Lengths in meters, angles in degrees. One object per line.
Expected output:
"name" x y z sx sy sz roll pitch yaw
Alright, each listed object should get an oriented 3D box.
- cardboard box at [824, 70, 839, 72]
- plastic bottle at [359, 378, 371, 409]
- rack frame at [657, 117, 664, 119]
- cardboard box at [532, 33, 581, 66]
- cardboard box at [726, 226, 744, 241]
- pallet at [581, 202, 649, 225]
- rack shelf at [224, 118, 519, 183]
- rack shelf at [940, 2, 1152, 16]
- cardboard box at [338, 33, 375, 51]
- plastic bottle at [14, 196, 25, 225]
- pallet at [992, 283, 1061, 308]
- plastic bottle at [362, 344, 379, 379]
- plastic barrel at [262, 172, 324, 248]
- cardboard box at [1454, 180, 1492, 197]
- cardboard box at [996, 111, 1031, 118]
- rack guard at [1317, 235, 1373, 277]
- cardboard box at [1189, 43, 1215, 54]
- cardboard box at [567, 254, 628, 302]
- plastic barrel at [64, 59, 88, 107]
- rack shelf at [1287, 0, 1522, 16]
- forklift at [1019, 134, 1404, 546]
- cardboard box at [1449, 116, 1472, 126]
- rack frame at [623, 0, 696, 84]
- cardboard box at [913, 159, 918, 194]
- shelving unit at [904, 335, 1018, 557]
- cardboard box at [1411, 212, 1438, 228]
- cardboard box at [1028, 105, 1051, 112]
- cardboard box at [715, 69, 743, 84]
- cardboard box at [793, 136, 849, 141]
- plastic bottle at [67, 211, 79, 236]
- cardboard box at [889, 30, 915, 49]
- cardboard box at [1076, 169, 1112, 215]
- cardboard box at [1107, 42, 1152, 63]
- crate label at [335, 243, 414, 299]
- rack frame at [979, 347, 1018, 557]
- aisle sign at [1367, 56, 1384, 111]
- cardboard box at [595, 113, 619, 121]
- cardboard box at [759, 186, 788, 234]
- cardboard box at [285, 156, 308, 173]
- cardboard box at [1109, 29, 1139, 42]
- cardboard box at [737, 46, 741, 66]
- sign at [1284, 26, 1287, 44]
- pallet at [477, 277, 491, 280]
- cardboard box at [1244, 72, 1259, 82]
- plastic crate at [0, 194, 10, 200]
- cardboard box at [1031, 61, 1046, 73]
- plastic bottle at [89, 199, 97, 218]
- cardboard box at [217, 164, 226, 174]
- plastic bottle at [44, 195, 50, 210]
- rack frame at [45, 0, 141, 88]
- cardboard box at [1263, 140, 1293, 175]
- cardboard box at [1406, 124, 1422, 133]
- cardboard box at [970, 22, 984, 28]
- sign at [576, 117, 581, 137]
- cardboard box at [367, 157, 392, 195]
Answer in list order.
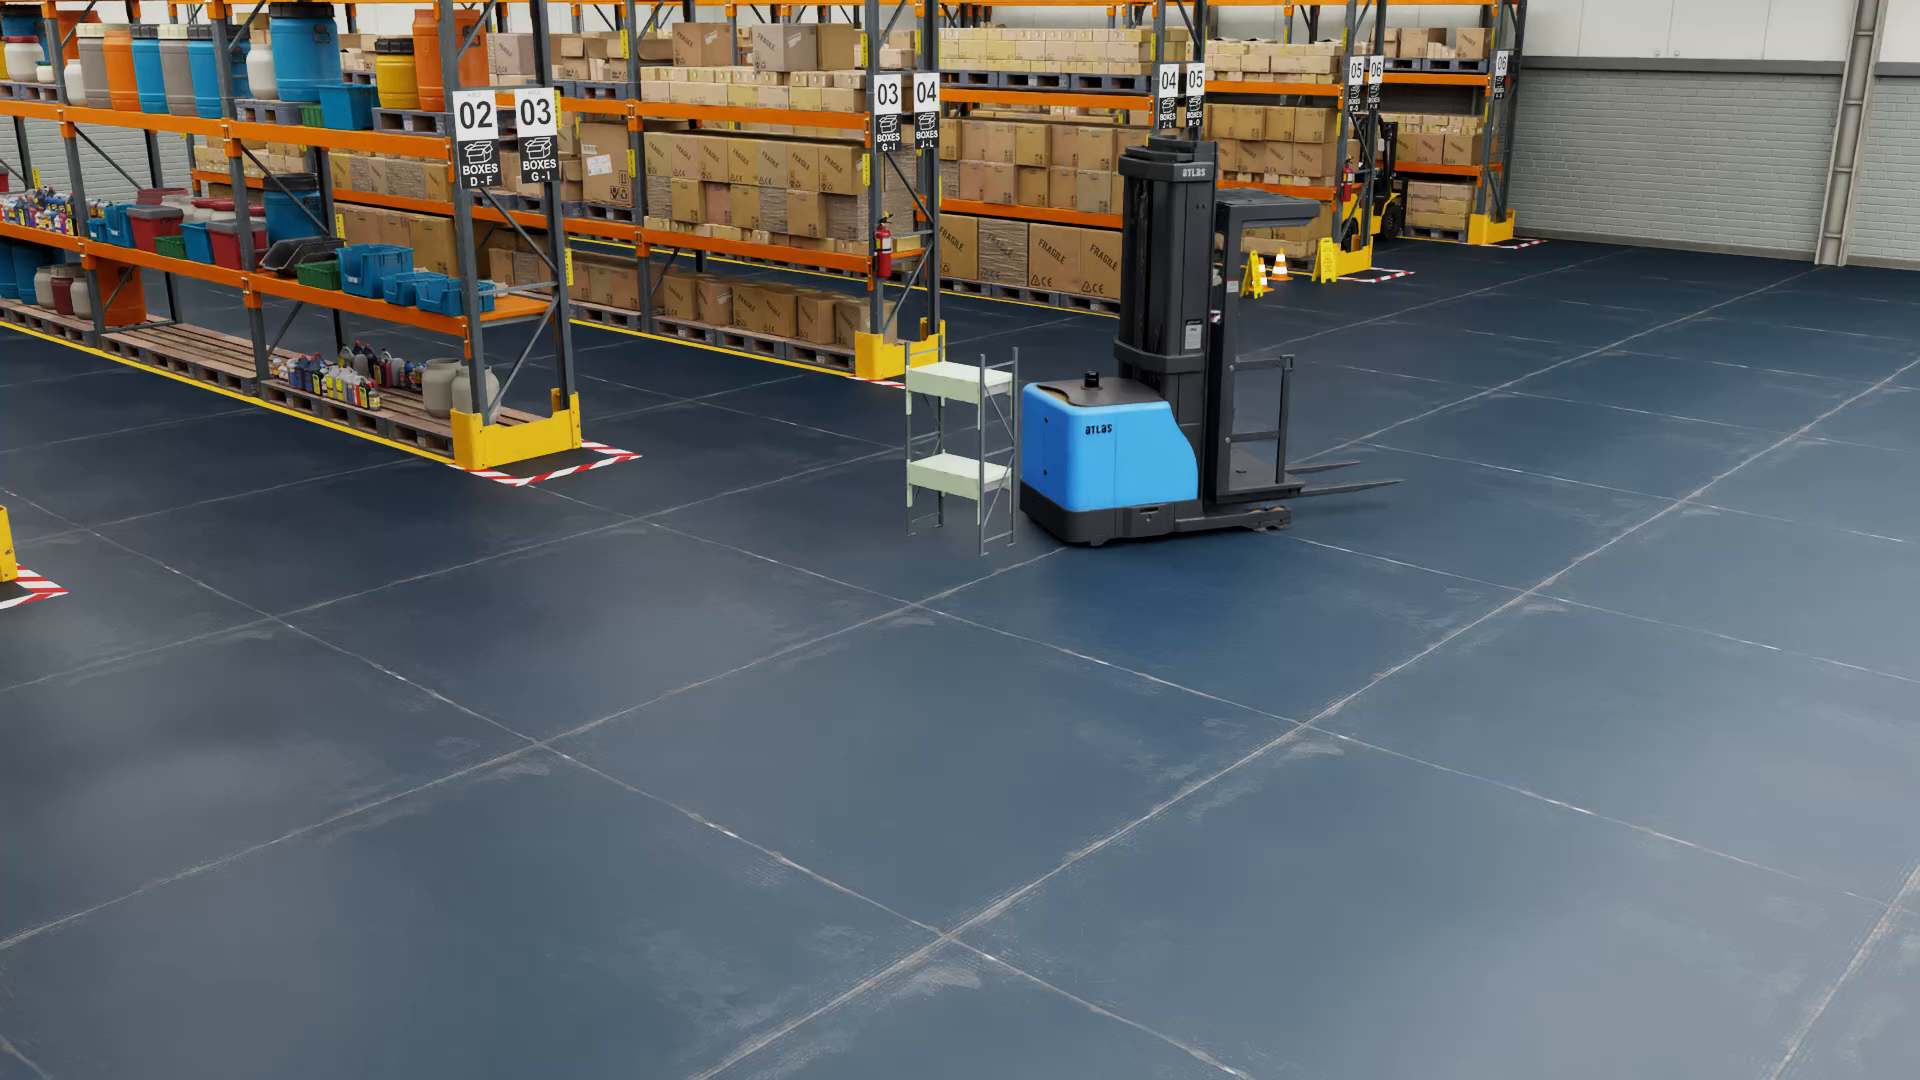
"cardboard box" -1.390 -5.185 18.621 0.250 0.149 0.380 15 23 39
"plastic bottle" -5.653 -1.395 15.813 0.133 0.283 0.061 16 23 41
"rack frame" -5.991 -8.767 35.276 0.127 3.000 1.000 15 23 39
"cardboard box" -5.312 -6.391 21.841 0.500 0.500 0.500 16 23 40
"cardboard box" -2.502 -3.586 19.368 0.250 0.149 0.380 15 23 39
"pallet" -4.069 -4.210 21.236 1.213 0.211 1.003 15 23 39
"rack shelf" -5.385 -3.680 15.478 4.000 0.370 1.077 15 23 39
"rack shelf" 1.489 -9.085 28.212 4.000 0.370 1.077 15 23 39
"cardboard box" -9.137 -7.285 24.789 0.500 0.500 0.700 16 23 41
"plastic bottle" -11.643 -4.094 20.633 0.185 0.351 0.144 15 23 39
"pallet" 1.208 -3.473 23.205 1.213 0.211 1.003 15 23 39
"plastic bottle" -6.065 -1.839 17.099 0.185 0.351 0.144 14 22 37
"plastic barrel" -6.969 -3.380 17.473 0.708 0.901 0.600 15 23 39
"cardboard box" 9.034 -6.183 29.335 0.500 0.250 0.500 15 23 38
"cardboard box" 0.972 -7.199 28.986 0.500 0.500 0.500 16 23 40
"rack guard" 5.919 -4.378 25.580 0.348 0.500 1.175 15 23 39
"cardboard box" 3.807 -7.712 26.093 0.250 0.149 0.380 14 22 37
"cardboard box" -4.801 -3.474 22.004 0.500 0.500 0.700 13 22 35
"plastic barrel" -9.844 -5.149 18.734 0.421 0.512 0.421 0 18 0
"rack shelf" 7.772 -9.405 29.222 4.000 0.370 1.077 15 23 39
"forklift" 2.043 -1.605 12.823 3.031 2.935 1.130 -6 19 -19
"cardboard box" 8.655 -7.243 28.747 0.250 0.149 0.380 15 23 39
"rack frame" -3.594 -6.975 19.712 0.127 3.000 1.000 15 23 39
"cardboard box" -0.793 -5.309 24.216 0.500 0.500 0.500 15 23 39
"shelving unit" 0.005 -0.714 12.381 0.755 1.500 0.431 15 23 39
"cardboard box" 8.341 -5.692 29.441 0.500 0.250 0.500 15 23 39
"cardboard box" 1.404 -7.595 29.159 0.250 0.149 0.380 14 22 37
"cardboard box" -2.555 -5.275 18.905 0.250 0.149 0.380 14 23 38
"cardboard box" -1.576 -4.352 19.056 0.500 0.500 0.500 15 23 39
"plastic bottle" -10.459 -3.727 19.589 0.133 0.283 0.061 15 23 39
"cardboard box" -0.874 -8.994 30.174 0.500 0.500 0.700 14 22 37
"cardboard box" 2.033 -4.655 22.073 0.550 0.550 0.875 15 23 39
"cardboard box" 2.215 -6.197 21.117 0.500 0.250 0.500 15 23 40
"crate label" -5.446 -2.517 15.524 0.616 0.435 0.502 15 23 39
"rack frame" 0.279 -0.640 12.149 0.023 1.500 0.400 15 23 39
"aisle sign" 6.228 -6.851 24.942 0.004 0.787 0.394 15 23 39
"cardboard box" -6.385 -7.635 29.401 0.500 0.500 0.500 16 23 41
"cardboard box" -1.794 -3.801 18.974 0.500 0.500 0.875 15 23 39
"cardboard box" -10.082 -5.821 25.751 0.500 0.250 0.500 14 23 38
"cardboard box" 2.103 -6.393 21.076 0.250 0.149 0.380 15 23 40
"cardboard box" -3.813 -7.555 26.334 0.500 0.500 0.500 15 23 39
"sign" 5.923 -9.182 30.253 0.005 0.325 0.100 15 23 39
"pallet" -7.125 -3.765 24.125 1.213 0.211 1.003 15 23 39
"cardboard box" 4.584 -7.136 25.594 0.250 0.149 0.380 14 22 38
"plastic crate" -13.118 -4.630 22.577 0.243 0.136 0.396 15 23 39
"cardboard box" 1.152 -6.268 22.001 0.250 0.149 0.380 15 23 40
"plastic bottle" -10.914 -4.158 20.967 0.097 0.271 0.097 0 18 0
"cardboard box" -11.942 -6.104 27.303 0.250 0.149 0.380 15 23 38
"plastic bottle" -11.774 -4.327 21.500 0.097 0.271 0.097 0 18 0
"rack frame" -9.873 -6.657 18.712 0.127 3.000 1.000 15 23 39
"cardboard box" 5.016 -5.892 25.561 0.500 0.500 0.500 15 23 39
"cardboard box" 8.050 -7.247 29.250 0.250 0.149 0.380 14 22 38
"cardboard box" 0.286 -10.845 35.245 0.258 0.266 0.396 15 23 39
"sign" -6.564 -7.112 28.630 0.005 0.325 0.100 15 23 39
"cardboard box" -8.258 -5.316 24.239 0.500 0.500 0.500 16 23 40
